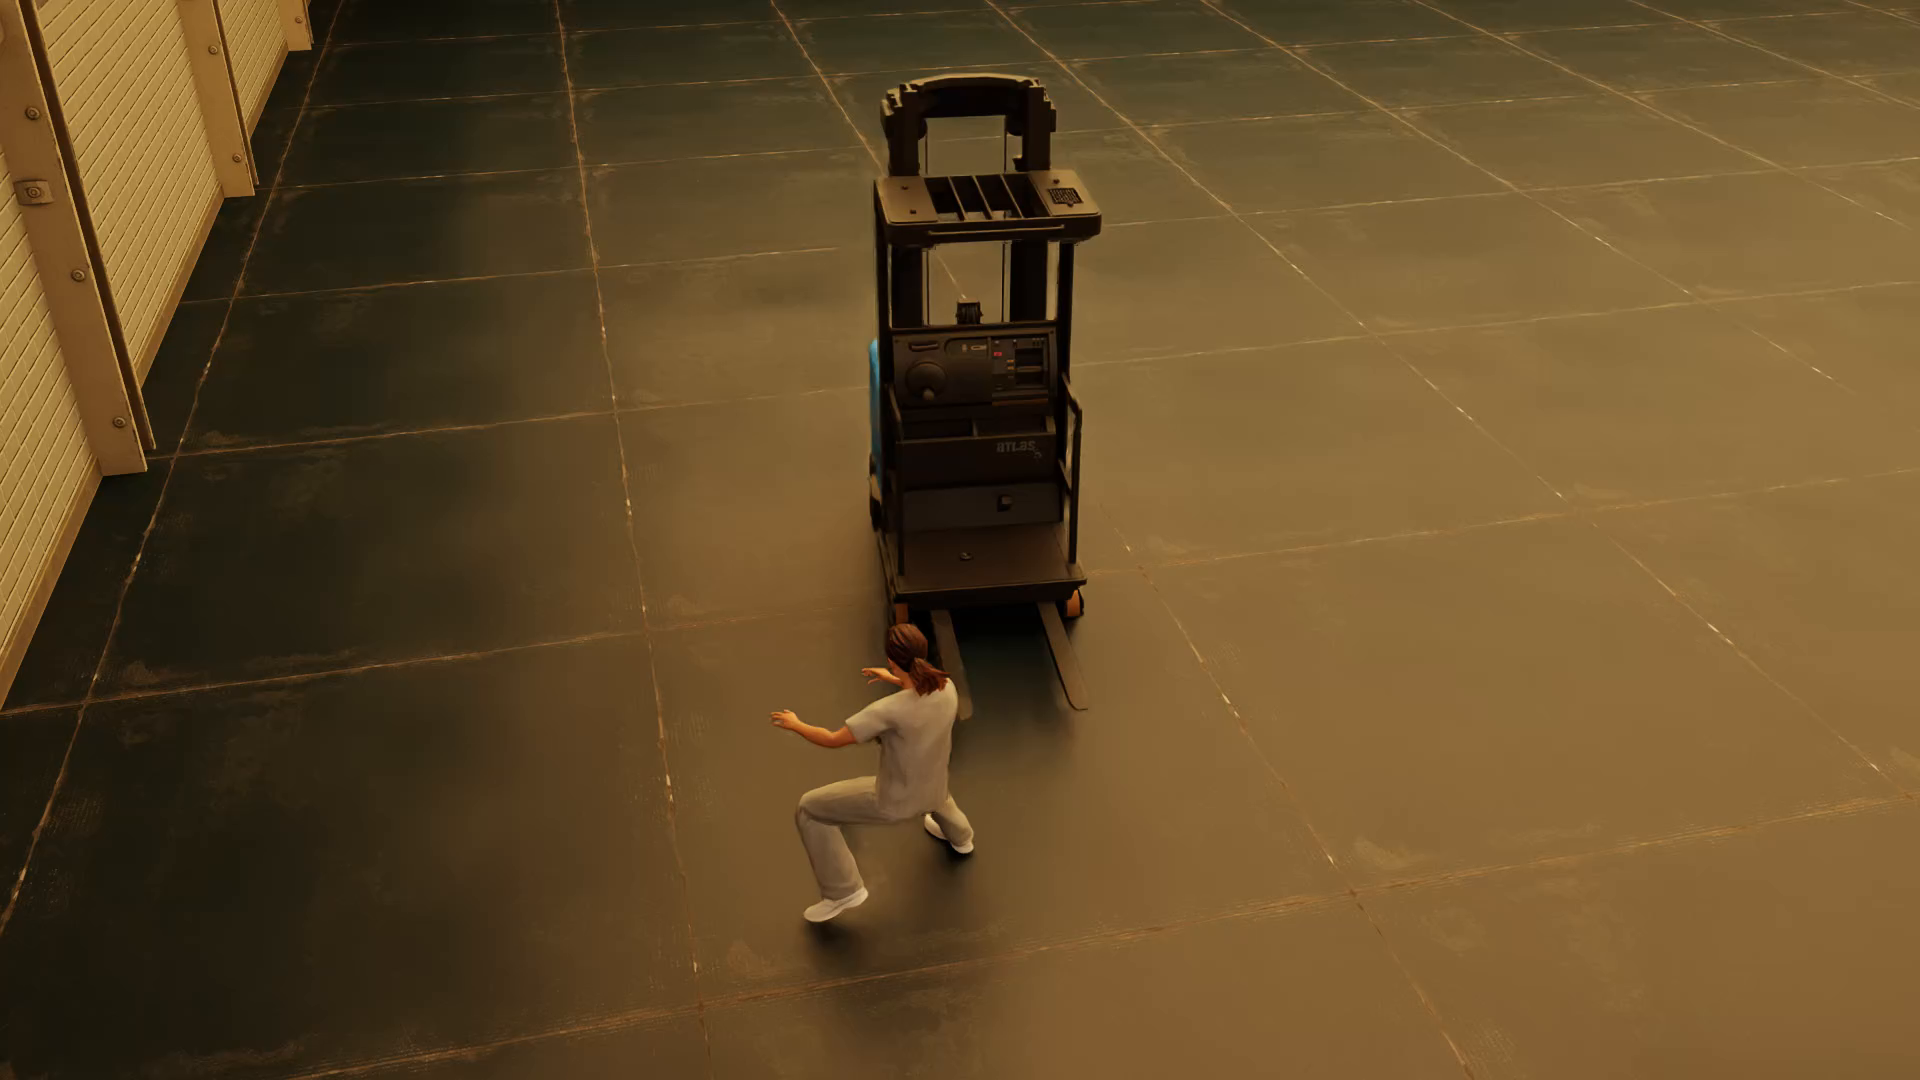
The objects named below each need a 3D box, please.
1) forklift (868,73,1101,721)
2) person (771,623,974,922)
[{"bbox_3d":[0.117,-0.934,9.188,1.130,2.935,3.031,-4,30,-7],"label":"forklift"},{"bbox_3d":[-0.324,0.964,7.383,0.947,1.451,0.681,-21,36,-32],"label":"person"}]
